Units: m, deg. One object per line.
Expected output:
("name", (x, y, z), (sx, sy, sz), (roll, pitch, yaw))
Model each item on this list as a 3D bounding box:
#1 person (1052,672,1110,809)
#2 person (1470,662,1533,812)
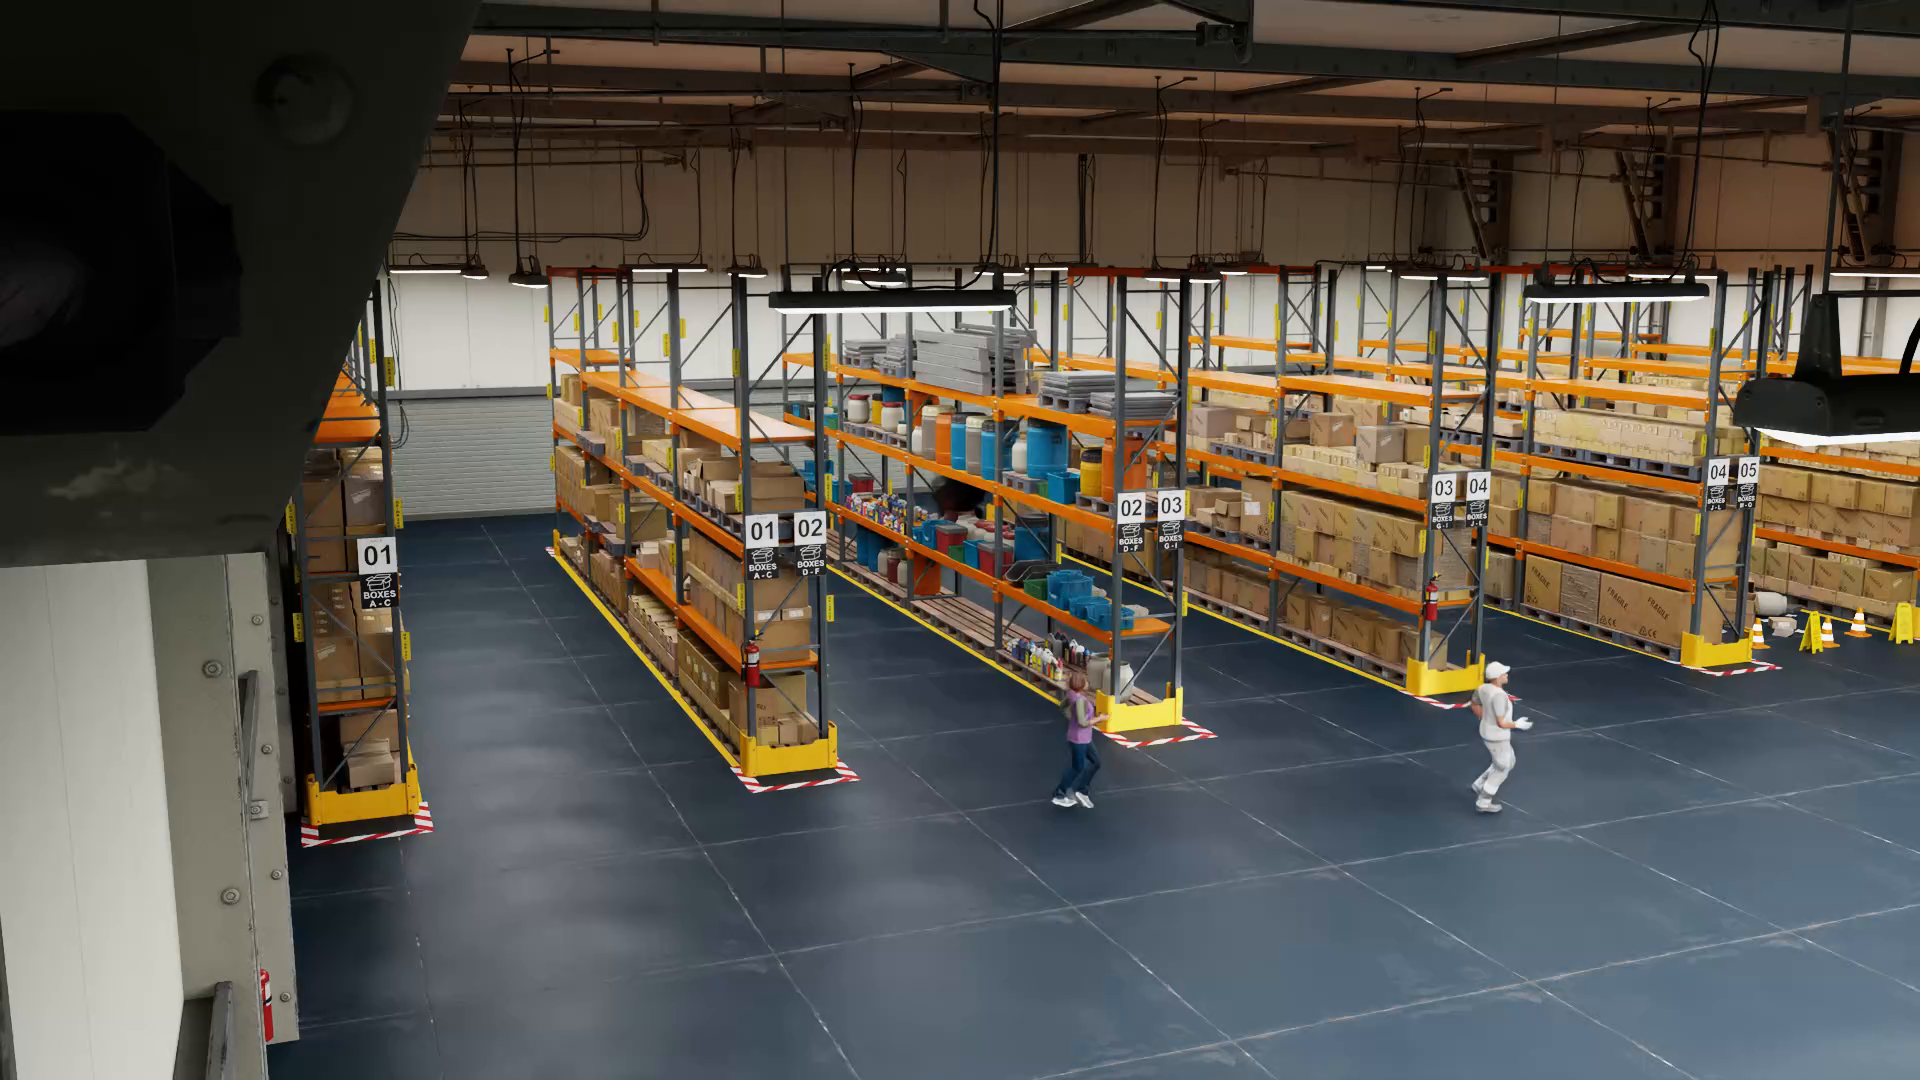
("person", (1.377, 2.294, 18.906), (0.650, 1.625, 0.510), (1, 10, 3))
("person", (6.118, 2.224, 18.809), (0.580, 1.741, 0.644), (0, 10, 0))
